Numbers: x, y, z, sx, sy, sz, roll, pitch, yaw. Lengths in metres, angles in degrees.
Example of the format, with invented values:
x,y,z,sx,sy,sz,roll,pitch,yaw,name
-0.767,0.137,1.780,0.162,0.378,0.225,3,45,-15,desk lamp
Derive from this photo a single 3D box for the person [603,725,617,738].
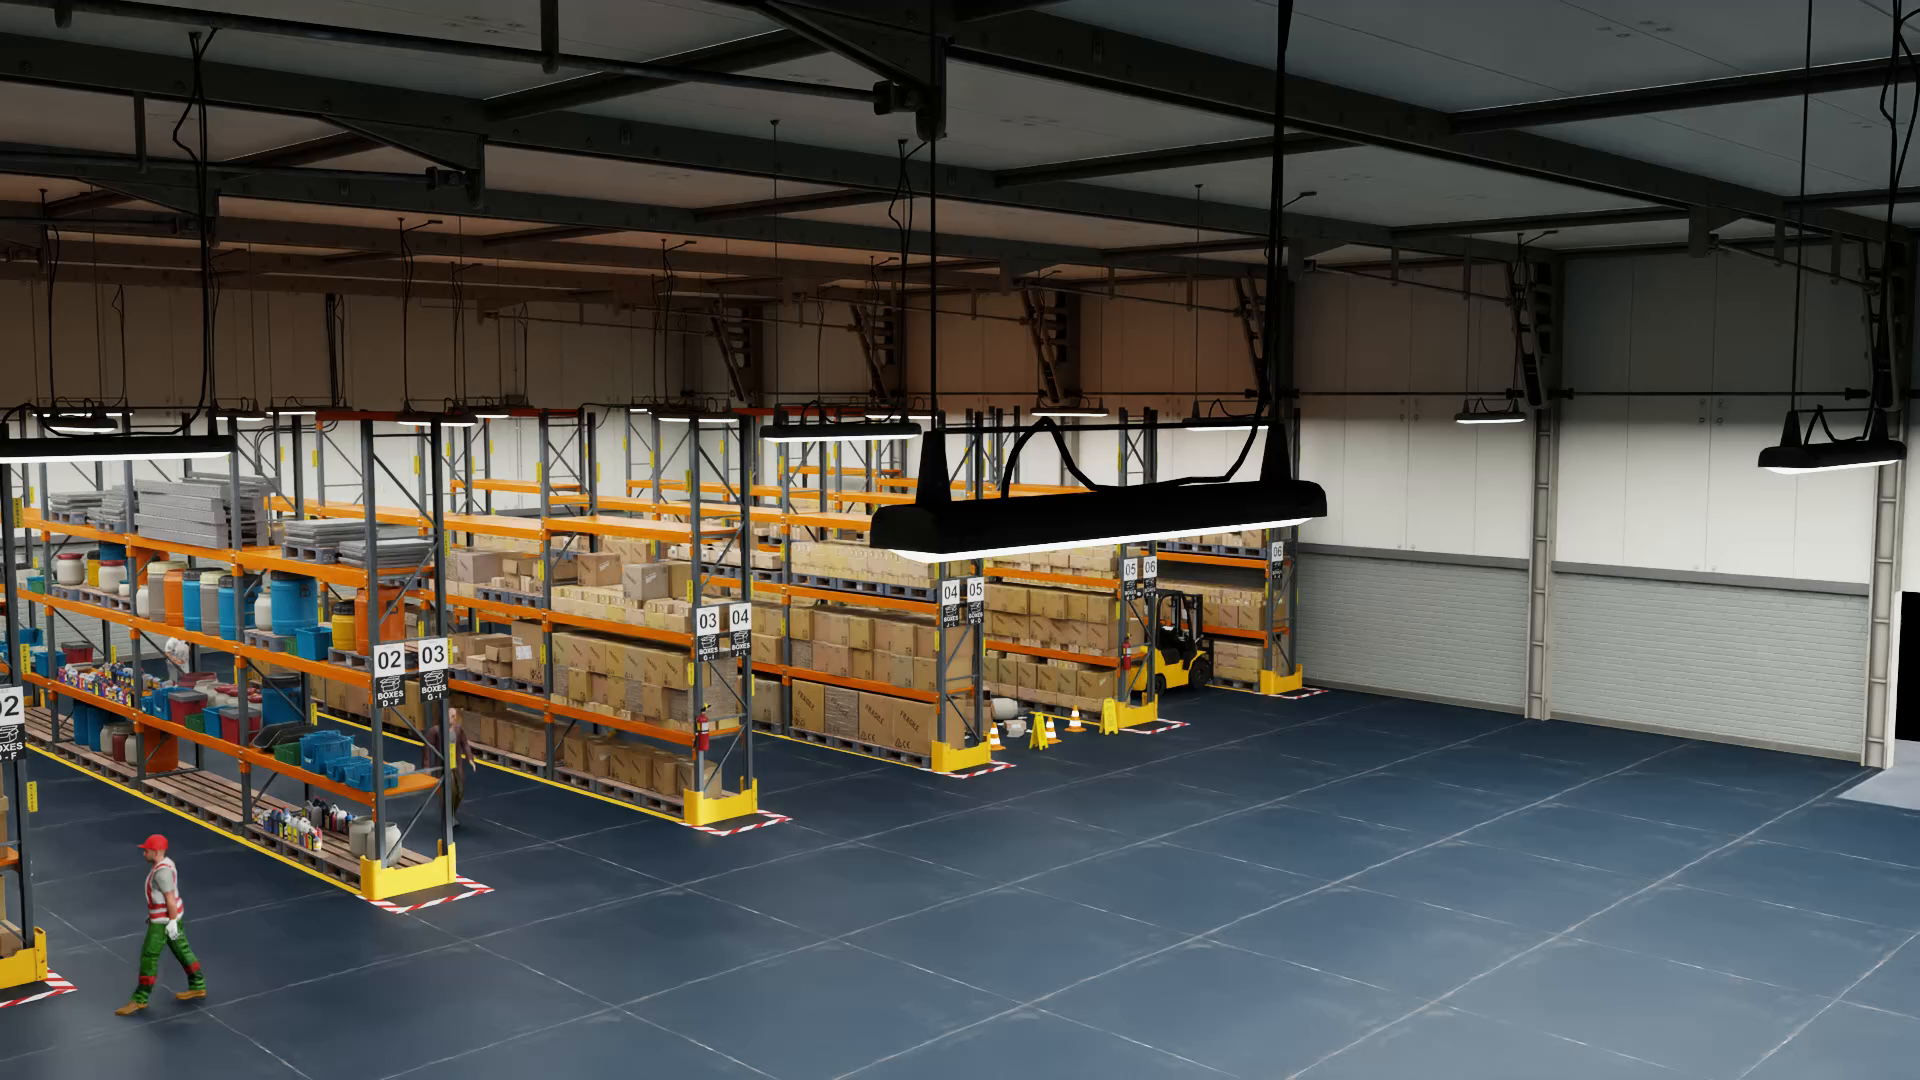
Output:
x,y,z,sx,sy,sz,roll,pitch,yaw,name
-6.386,2.787,30.281,0.629,1.736,0.700,-5,7,-45,person

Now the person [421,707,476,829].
x,y,z,sx,sy,sz,roll,pitch,yaw,name
-7.451,3.343,24.267,0.527,1.798,0.704,4,6,38,person

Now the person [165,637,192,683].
x,y,z,sx,sy,sz,roll,pitch,yaw,name
-16.020,2.528,34.092,0.572,1.577,0.717,-4,6,-37,person

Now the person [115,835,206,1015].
x,y,z,sx,sy,sz,roll,pitch,yaw,name
-8.265,3.920,17.172,0.821,1.766,0.566,-1,5,-16,person
